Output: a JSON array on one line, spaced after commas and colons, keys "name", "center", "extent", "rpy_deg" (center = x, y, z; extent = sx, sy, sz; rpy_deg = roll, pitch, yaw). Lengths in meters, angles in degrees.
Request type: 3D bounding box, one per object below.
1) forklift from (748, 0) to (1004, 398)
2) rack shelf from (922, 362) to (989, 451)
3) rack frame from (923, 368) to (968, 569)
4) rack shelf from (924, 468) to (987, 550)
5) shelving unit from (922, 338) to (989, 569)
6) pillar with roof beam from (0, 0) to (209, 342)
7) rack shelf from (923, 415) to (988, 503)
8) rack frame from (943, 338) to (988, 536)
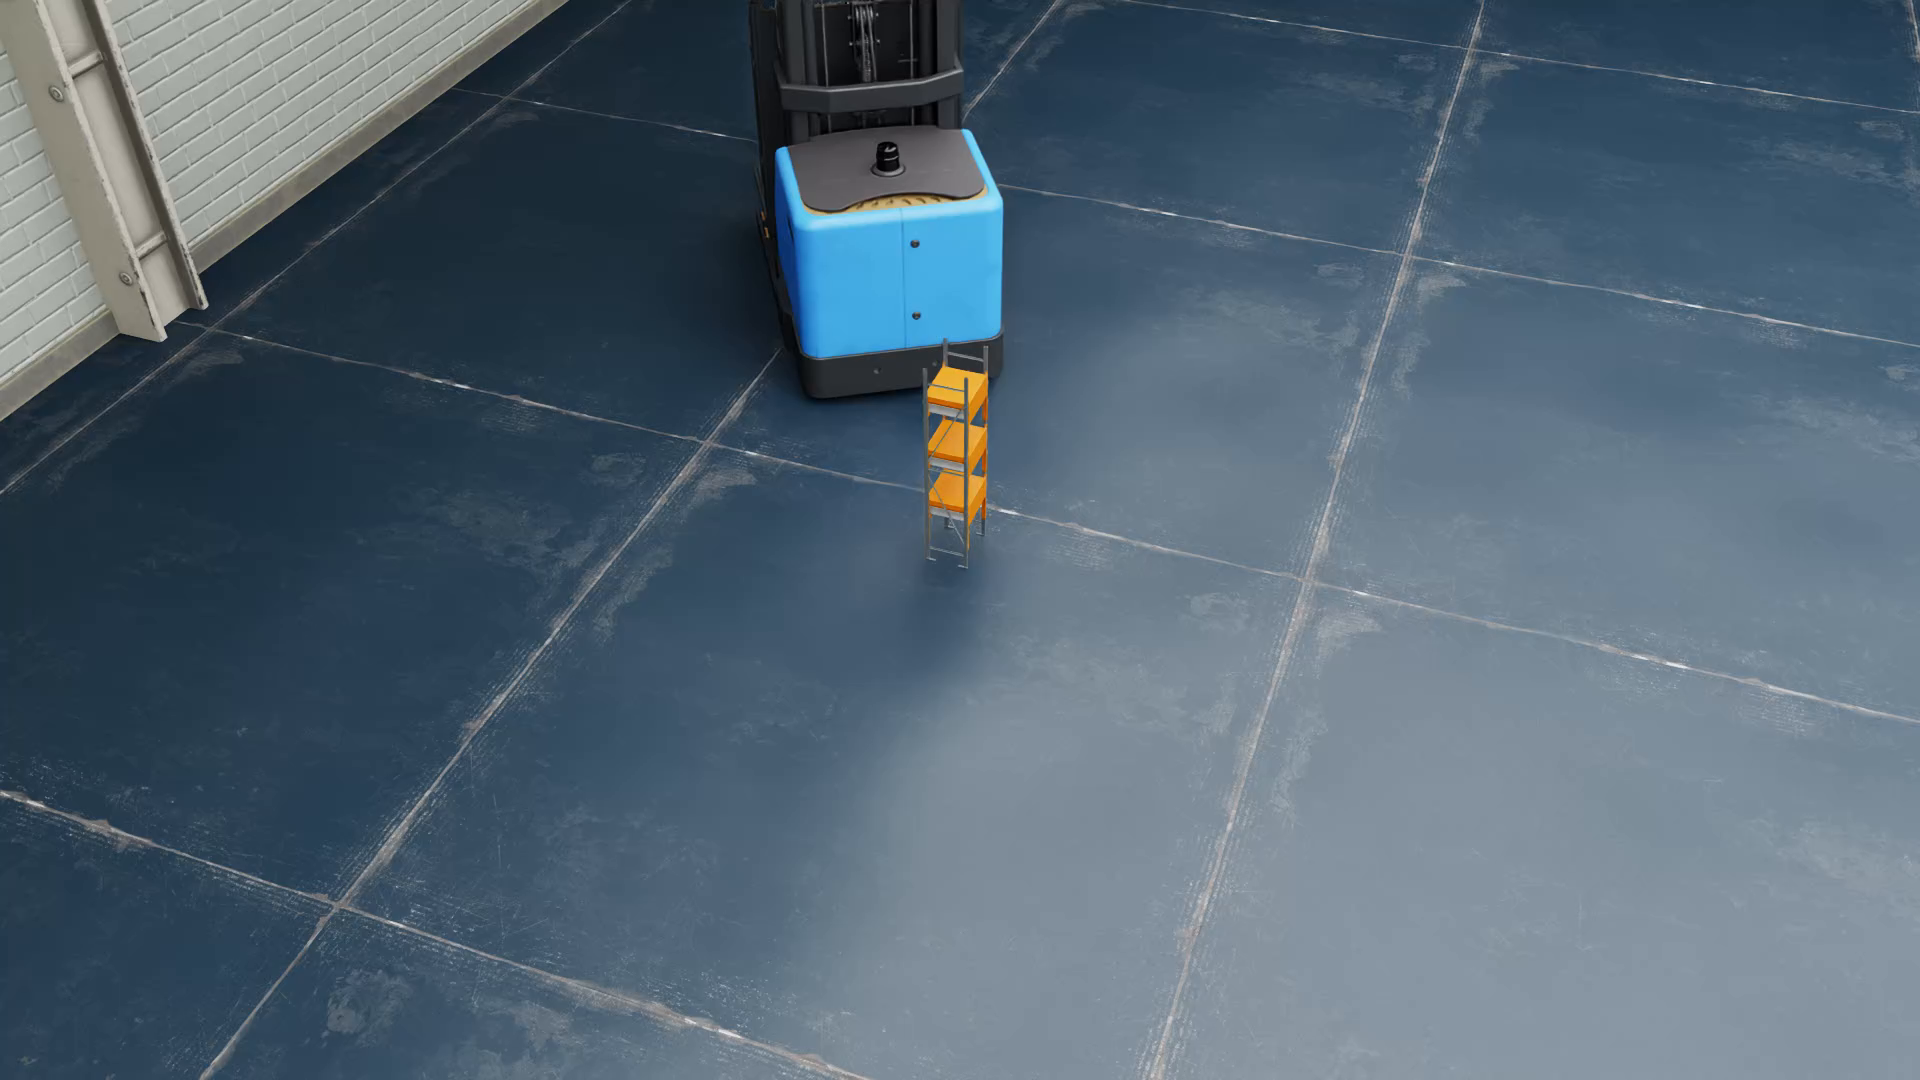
[{"name": "forklift", "center": [-0.580, -2.797, 8.724], "extent": [1.130, 2.935, 3.031], "rpy_deg": [-8, 41, -9]}, {"name": "rack shelf", "center": [-0.018, -0.575, 7.147], "extent": [0.215, 0.259, 0.240], "rpy_deg": [13, 42, 15]}, {"name": "rack frame", "center": [-0.060, -0.292, 7.237], "extent": [0.200, 1.050, 0.008], "rpy_deg": [13, 42, 15]}, {"name": "rack shelf", "center": [-0.018, -0.147, 7.512], "extent": [0.215, 0.259, 0.240], "rpy_deg": [13, 42, 15]}, {"name": "shelving unit", "center": [-0.018, -0.367, 7.325], "extent": [0.215, 1.050, 0.252], "rpy_deg": [13, 42, 15]}, {"name": "pillar with roof beam", "center": [-0.333, -3.687, 5.092], "extent": [9.100, 9.000, 0.400], "rpy_deg": [13, 42, 15]}, {"name": "rack shelf", "center": [-0.018, -0.359, 7.331], "extent": [0.215, 0.259, 0.240], "rpy_deg": [13, 42, 15]}, {"name": "rack frame", "center": [0.023, -0.441, 7.412], "extent": [0.200, 1.050, 0.008], "rpy_deg": [13, 42, 15]}]
